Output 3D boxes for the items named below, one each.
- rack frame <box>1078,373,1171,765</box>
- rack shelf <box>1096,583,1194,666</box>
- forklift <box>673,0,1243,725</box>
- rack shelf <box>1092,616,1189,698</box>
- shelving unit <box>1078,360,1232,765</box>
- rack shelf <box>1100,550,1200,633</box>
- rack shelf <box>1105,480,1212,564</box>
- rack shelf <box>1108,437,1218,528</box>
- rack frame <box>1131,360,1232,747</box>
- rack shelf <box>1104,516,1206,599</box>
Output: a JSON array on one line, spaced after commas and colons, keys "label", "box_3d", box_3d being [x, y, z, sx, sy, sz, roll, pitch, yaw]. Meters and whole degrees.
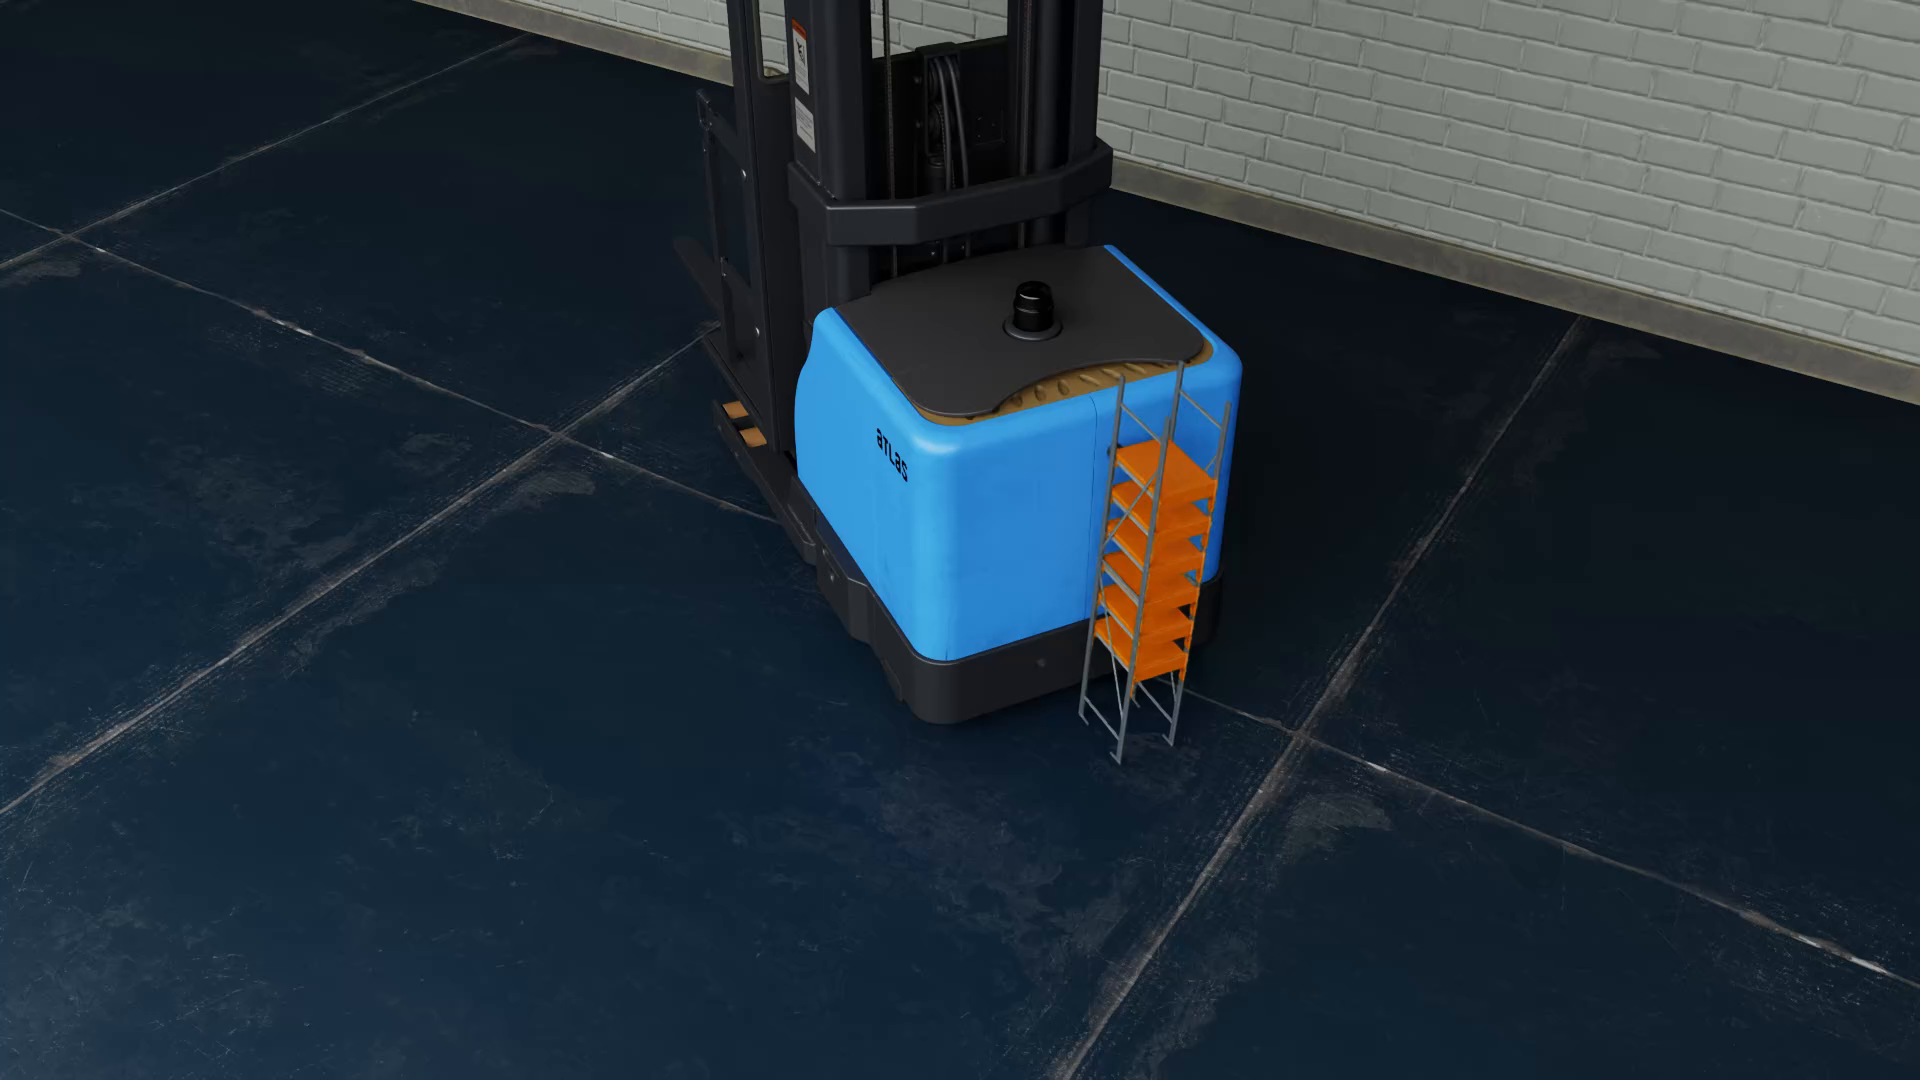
[{"label": "rack frame", "box_3d": [0.444, 0.112, 4.606, 0.006, 1.200, 0.240, -15, 40, -23]}, {"label": "rack shelf", "box_3d": [0.518, 0.222, 4.740, 0.180, 0.103, 0.258, -15, 40, -23]}, {"label": "forklift", "box_3d": [-0.266, -1.508, 5.306, 1.130, 2.935, 3.031, -16, 40, -20]}, {"label": "rack shelf", "box_3d": [0.512, 0.318, 4.811, 0.180, 0.103, 0.258, -15, 40, -23]}, {"label": "shelving unit", "box_3d": [0.526, 0.091, 4.641, 0.189, 1.200, 0.258, -15, 40, -23]}, {"label": "rack shelf", "box_3d": [0.524, 0.126, 4.668, 0.180, 0.103, 0.258, -15, 40, -23]}, {"label": "rack shelf", "box_3d": [0.535, -0.066, 4.525, 0.180, 0.103, 0.258, -15, 40, -23]}, {"label": "rack shelf", "box_3d": [0.541, -0.162, 4.453, 0.180, 0.103, 0.258, -15, 40, -23]}, {"label": "rack frame", "box_3d": [0.607, 0.069, 4.677, 0.006, 1.200, 0.240, -15, 40, -23]}, {"label": "rack shelf", "box_3d": [0.530, 0.030, 4.596, 0.180, 0.103, 0.258, -15, 40, -23]}]
